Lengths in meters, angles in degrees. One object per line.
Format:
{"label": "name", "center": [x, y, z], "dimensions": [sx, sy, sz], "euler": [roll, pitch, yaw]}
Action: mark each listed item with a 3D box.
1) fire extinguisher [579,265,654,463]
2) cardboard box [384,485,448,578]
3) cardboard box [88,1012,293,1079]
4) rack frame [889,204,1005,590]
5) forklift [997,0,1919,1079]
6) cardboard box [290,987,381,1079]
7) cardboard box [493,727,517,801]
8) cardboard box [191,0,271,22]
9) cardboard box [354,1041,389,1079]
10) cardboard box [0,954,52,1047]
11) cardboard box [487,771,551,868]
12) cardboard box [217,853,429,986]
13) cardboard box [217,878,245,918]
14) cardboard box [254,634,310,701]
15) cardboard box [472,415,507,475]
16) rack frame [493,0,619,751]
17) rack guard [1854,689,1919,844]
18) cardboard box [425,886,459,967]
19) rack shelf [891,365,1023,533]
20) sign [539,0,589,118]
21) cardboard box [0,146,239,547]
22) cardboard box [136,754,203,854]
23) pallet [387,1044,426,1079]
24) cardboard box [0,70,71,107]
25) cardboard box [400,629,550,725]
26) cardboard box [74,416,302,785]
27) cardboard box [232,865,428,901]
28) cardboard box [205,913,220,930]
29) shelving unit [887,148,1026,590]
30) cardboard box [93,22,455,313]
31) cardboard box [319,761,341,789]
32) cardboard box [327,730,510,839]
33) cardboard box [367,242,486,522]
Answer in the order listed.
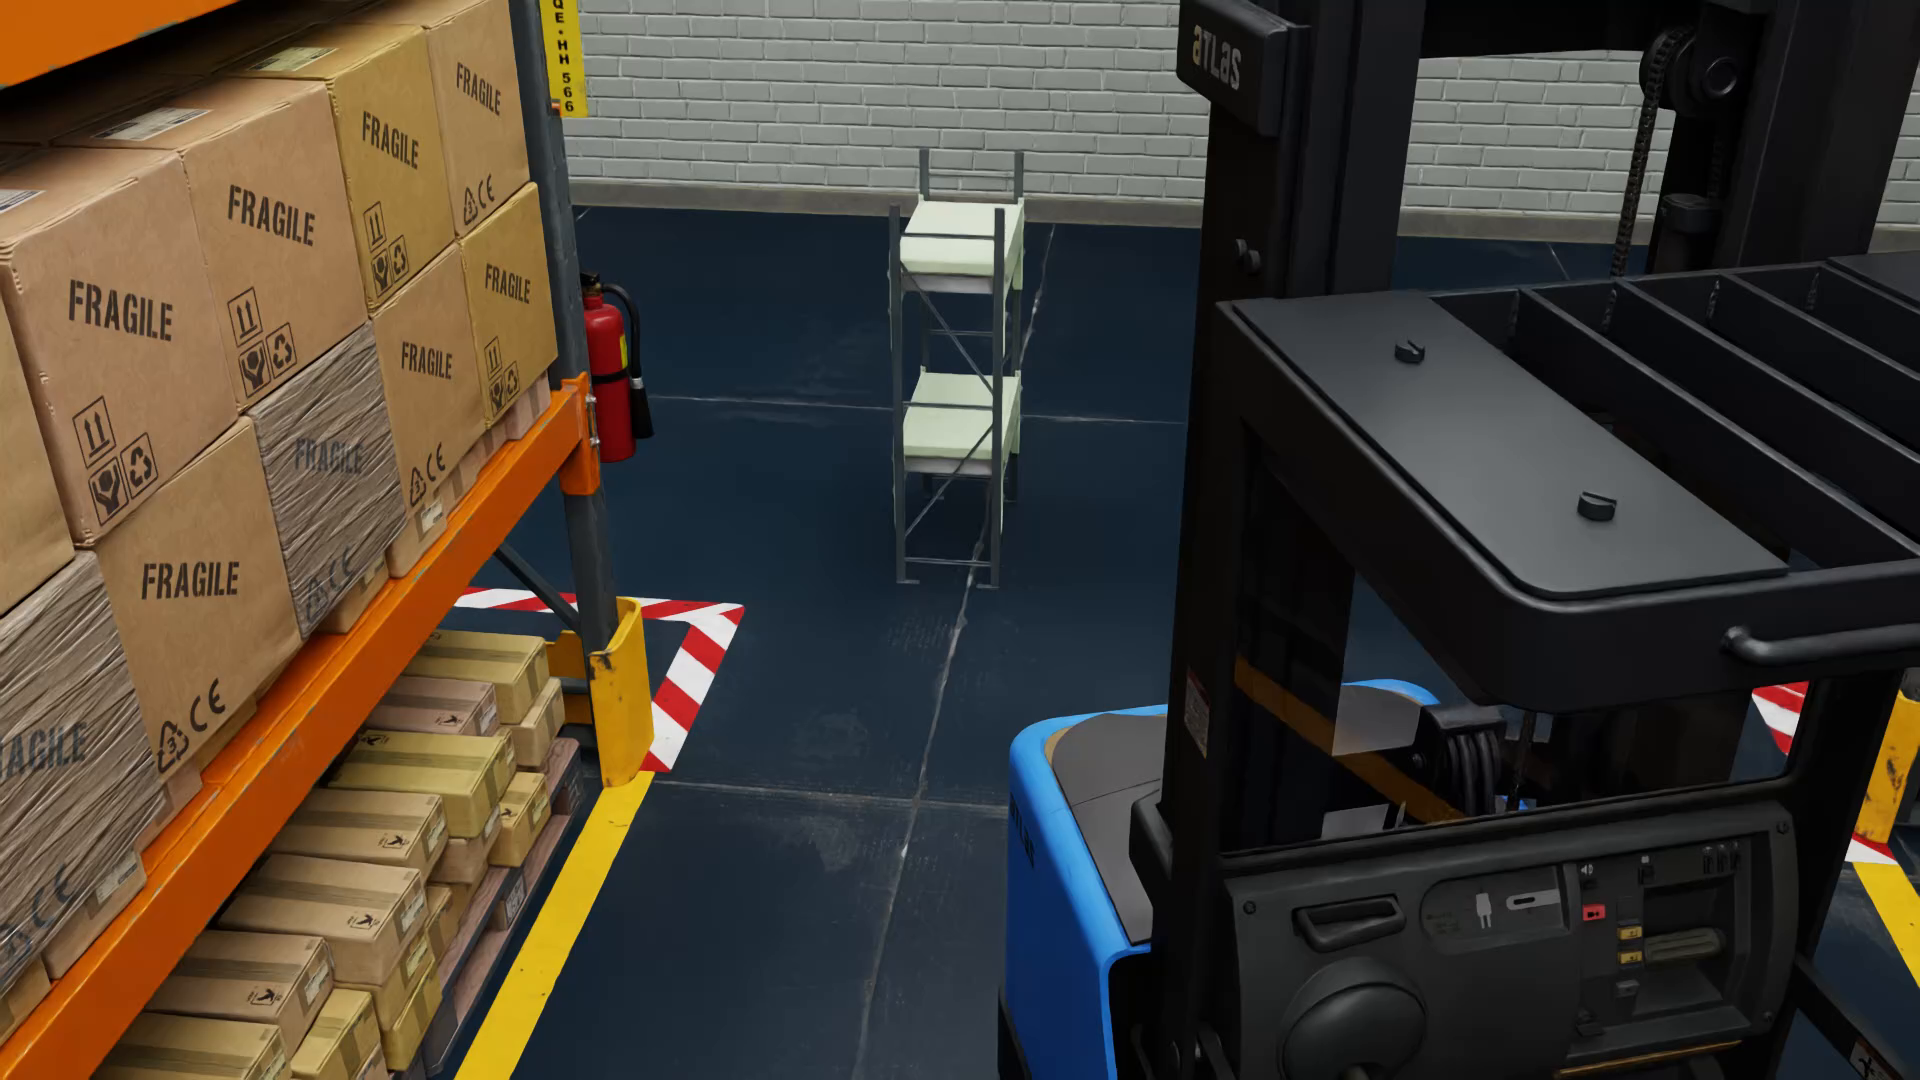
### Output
{"label": "fire extinguisher", "center": [-1.112, -0.575, 5.129], "dimensions": [0.296, 0.674, 0.183], "euler": [3, 28, 6]}
{"label": "cardboard box", "center": [-1.452, -0.045, 3.936], "dimensions": [0.380, 0.149, 0.250], "euler": [4, 29, 8]}
{"label": "cardboard box", "center": [-1.627, 1.126, 3.434], "dimensions": [0.380, 0.149, 0.250], "euler": [3, 29, 6]}
{"label": "rack frame", "center": [-0.046, -0.485, 6.069], "dimensions": [0.400, 1.500, 0.023], "euler": [3, 28, 6]}
{"label": "forklift", "center": [0.907, 0.697, 2.367], "dimensions": [1.130, 2.935, 3.031], "euler": [-6, 29, -11]}
{"label": "cardboard box", "center": [-1.545, 1.132, 3.736], "dimensions": [0.380, 0.149, 0.250], "euler": [5, 29, 9]}
{"label": "cardboard box", "center": [-1.468, 0.643, 4.643], "dimensions": [0.380, 0.149, 0.250], "euler": [3, 28, 5]}
{"label": "cardboard box", "center": [-1.920, -1.100, 4.157], "dimensions": [0.500, 0.500, 0.500], "euler": [3, 28, 6]}
{"label": "cardboard box", "center": [-1.547, 1.263, 3.805], "dimensions": [0.380, 0.149, 0.250], "euler": [4, 29, 7]}
{"label": "cardboard box", "center": [-1.658, 0.701, 2.551], "dimensions": [0.380, 0.149, 0.250], "euler": [4, 29, 7]}
{"label": "cardboard box", "center": [-1.390, 0.776, 4.710], "dimensions": [0.380, 0.149, 0.250], "euler": [4, 29, 8]}
{"label": "cardboard box", "center": [-1.480, 0.883, 3.884], "dimensions": [0.380, 0.149, 0.250], "euler": [4, 29, 8]}
{"label": "cardboard box", "center": [-2.098, 0.976, 4.338], "dimensions": [0.380, 0.149, 0.250], "euler": [4, 29, 7]}
{"label": "cardboard box", "center": [-1.606, 0.201, 3.480], "dimensions": [0.380, 0.149, 0.250], "euler": [2, 28, 4]}
{"label": "cardboard box", "center": [-1.428, -0.286, 4.383], "dimensions": [0.380, 0.149, 0.250], "euler": [3, 28, 6]}
{"label": "rack frame", "center": [-1.601, -0.681, 4.852], "dimensions": [1.000, 3.000, 0.127], "euler": [3, 28, 6]}
{"label": "rack guard", "center": [3.327, 0.648, 5.020], "dimensions": [1.175, 0.500, 0.348], "euler": [3, 28, 6]}
{"label": "cardboard box", "center": [-1.525, 1.012, 4.271], "dimensions": [0.380, 0.149, 0.250], "euler": [4, 29, 7]}
{"label": "rack shelf", "center": [-0.001, -0.370, 6.543], "dimensions": [0.431, 0.370, 0.720], "euler": [3, 28, 6]}
{"label": "sign", "center": [-1.053, -1.288, 4.425], "dimensions": [0.100, 0.325, 0.005], "euler": [3, 28, 6]}
{"label": "cardboard box", "center": [-1.589, -0.333, 2.733], "dimensions": [0.500, 0.500, 0.500], "euler": [2, 28, 4]}
{"label": "cardboard box", "center": [-1.632, 0.446, 3.024], "dimensions": [0.380, 0.149, 0.250], "euler": [4, 29, 8]}
{"label": "pallet", "center": [-1.897, 1.535, 3.678], "dimensions": [1.003, 0.211, 1.213], "euler": [3, 28, 6]}
{"label": "cardboard box", "center": [-2.061, -0.619, 3.263], "dimensions": [0.500, 0.500, 0.500], "euler": [3, 28, 5]}
{"label": "cardboard box", "center": [-1.415, 0.391, 4.797], "dimensions": [0.380, 0.149, 0.250], "euler": [4, 29, 7]}
{"label": "cardboard box", "center": [-1.593, 0.086, 3.009], "dimensions": [0.500, 0.500, 0.500], "euler": [5, 29, 9]}
{"label": "cardboard box", "center": [-1.580, 0.888, 4.188], "dimensions": [0.380, 0.149, 0.250], "euler": [3, 28, 6]}
{"label": "cardboard box", "center": [-2.029, 0.981, 4.016], "dimensions": [0.380, 0.149, 0.250], "euler": [2, 28, 4]}
{"label": "shelving unit", "center": [-0.001, -0.657, 6.388], "dimensions": [0.431, 1.500, 0.755], "euler": [3, 28, 6]}
{"label": "cardboard box", "center": [-1.473, -0.828, 3.651], "dimensions": [0.500, 0.500, 0.500], "euler": [2, 28, 4]}
{"label": "cardboard box", "center": [-1.934, 0.745, 4.767], "dimensions": [0.380, 0.149, 0.250], "euler": [3, 28, 6]}
{"label": "cardboard box", "center": [-1.408, 0.635, 4.344], "dimensions": [0.380, 0.149, 0.250], "euler": [3, 28, 5]}
{"label": "cardboard box", "center": [-1.469, -0.387, 3.888], "dimensions": [0.500, 0.500, 0.500], "euler": [3, 28, 5]}
